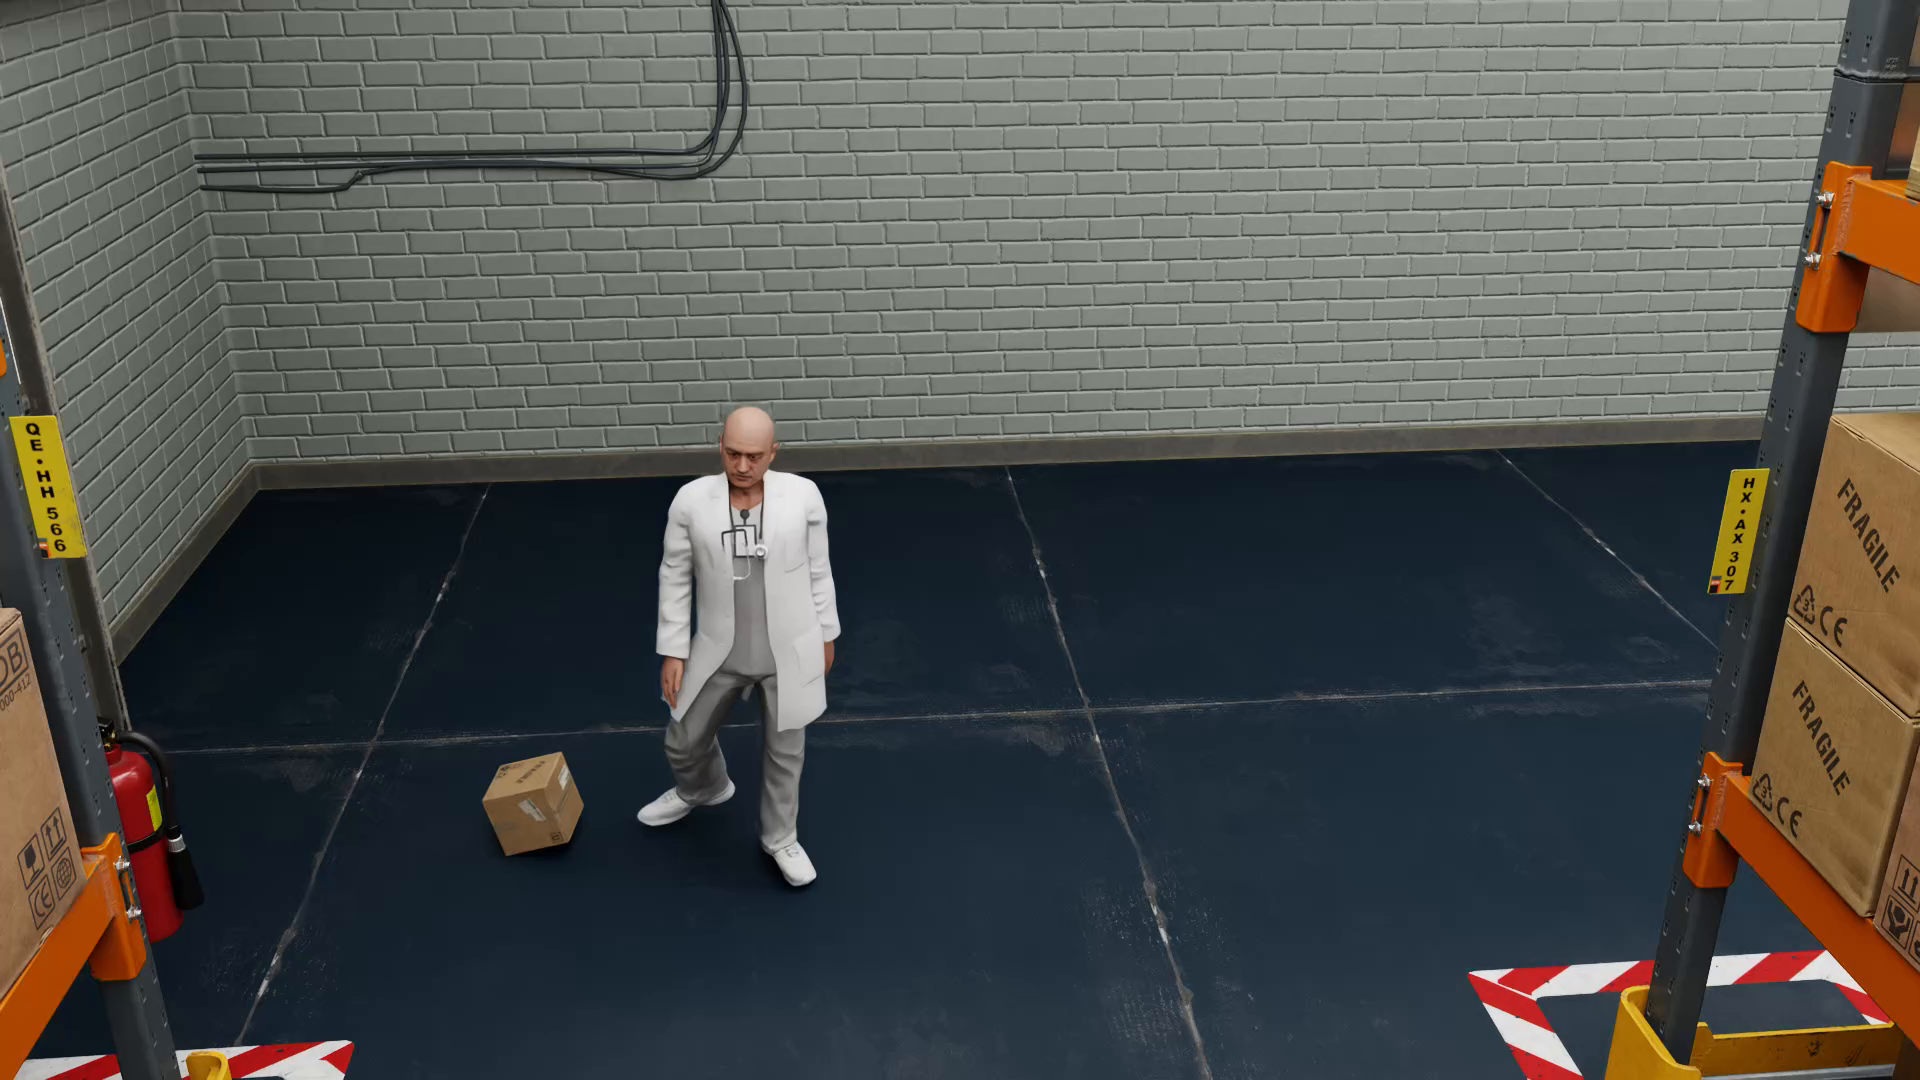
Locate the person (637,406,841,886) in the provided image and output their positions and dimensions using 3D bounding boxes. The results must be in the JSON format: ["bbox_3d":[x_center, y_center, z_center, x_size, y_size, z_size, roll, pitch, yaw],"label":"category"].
[{"bbox_3d":[-0.811,0.352,5.790,0.789,1.770,0.558,0,23,-1],"label":"person"}]
